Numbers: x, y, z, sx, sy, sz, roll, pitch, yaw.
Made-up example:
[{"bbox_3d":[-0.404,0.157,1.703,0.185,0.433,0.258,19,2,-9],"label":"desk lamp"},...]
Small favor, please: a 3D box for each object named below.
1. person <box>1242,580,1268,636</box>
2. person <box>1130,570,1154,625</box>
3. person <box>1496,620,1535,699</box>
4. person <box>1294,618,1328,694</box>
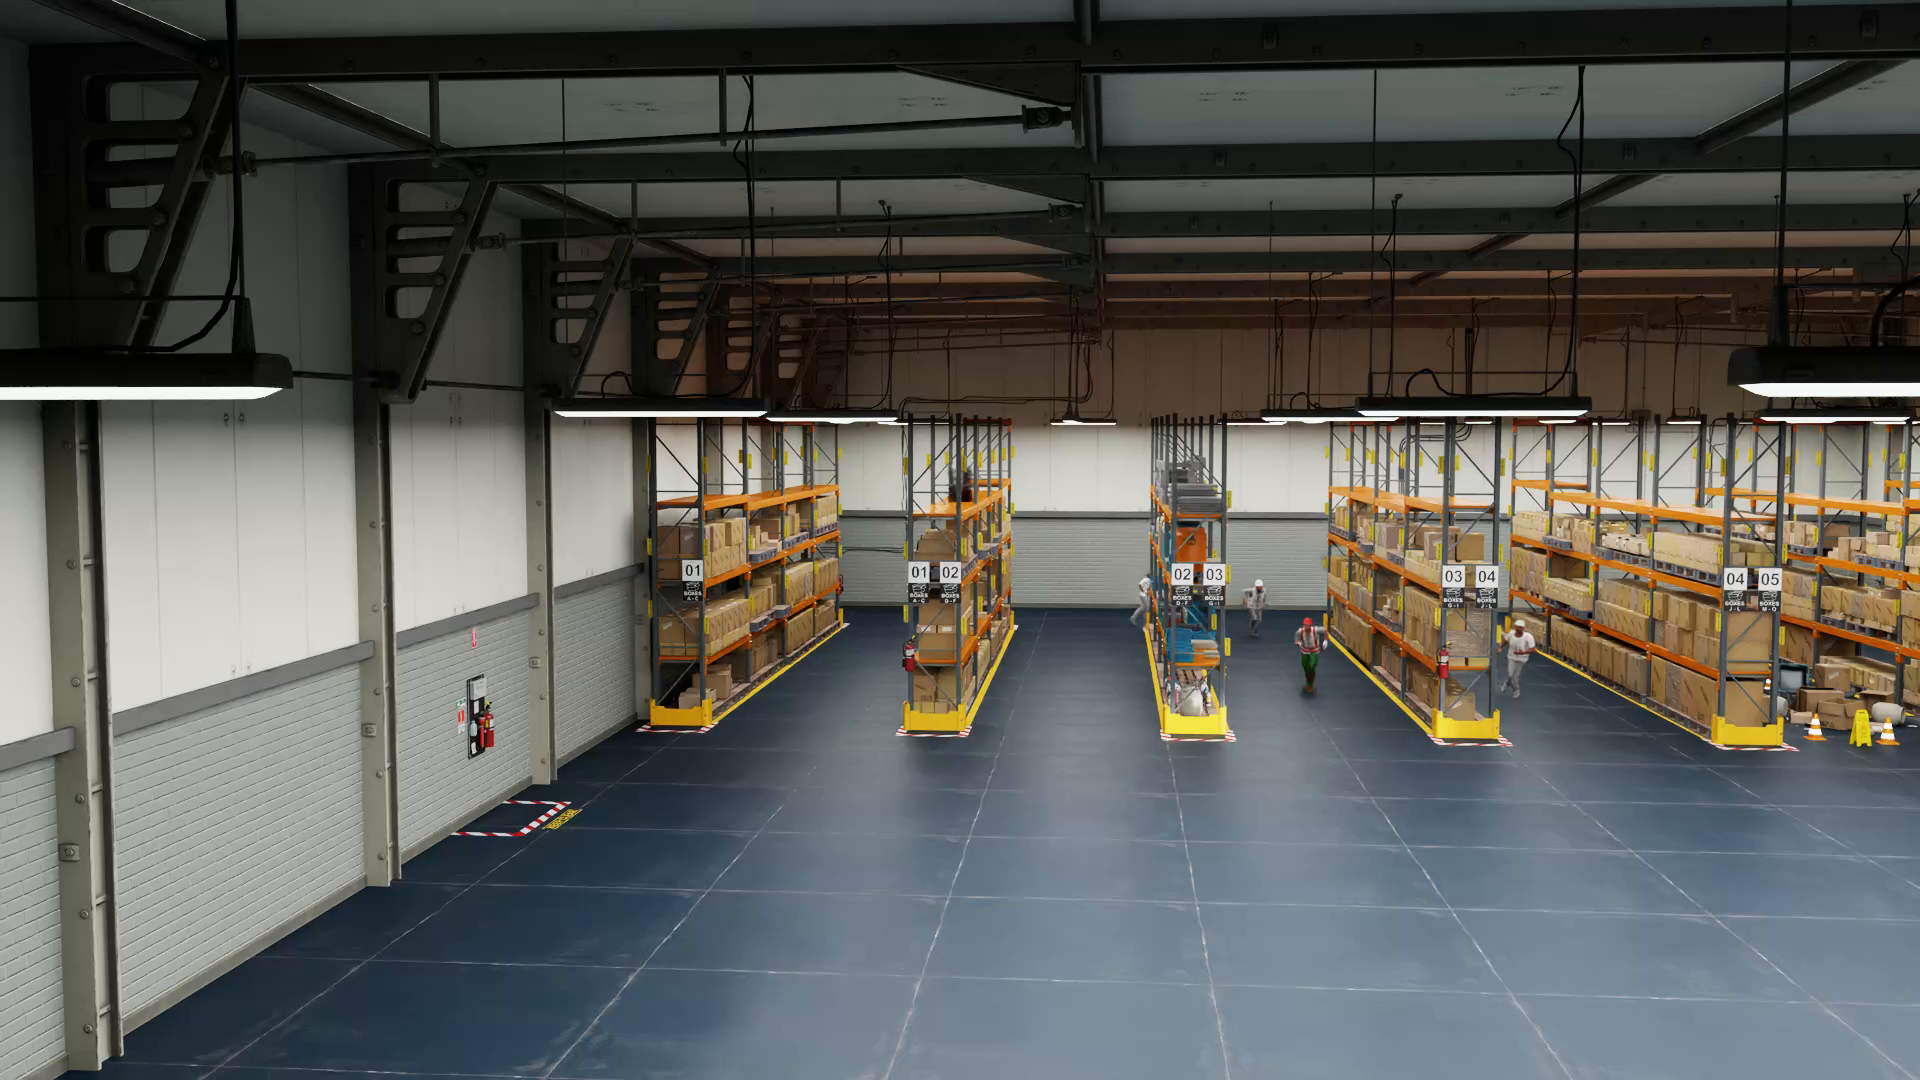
[{"bbox_3d":[8.060,1.860,45.467,0.685,1.600,0.894,-1,4,-7],"label":"person"},{"bbox_3d":[5.356,1.676,48.389,0.778,1.643,0.540,2,4,30],"label":"person"},{"bbox_3d":[11.816,2.524,35.364,0.815,1.700,0.666,2,4,24],"label":"person"},{"bbox_3d":[7.585,2.490,35.943,0.711,1.698,0.979,1,4,19],"label":"person"}]
